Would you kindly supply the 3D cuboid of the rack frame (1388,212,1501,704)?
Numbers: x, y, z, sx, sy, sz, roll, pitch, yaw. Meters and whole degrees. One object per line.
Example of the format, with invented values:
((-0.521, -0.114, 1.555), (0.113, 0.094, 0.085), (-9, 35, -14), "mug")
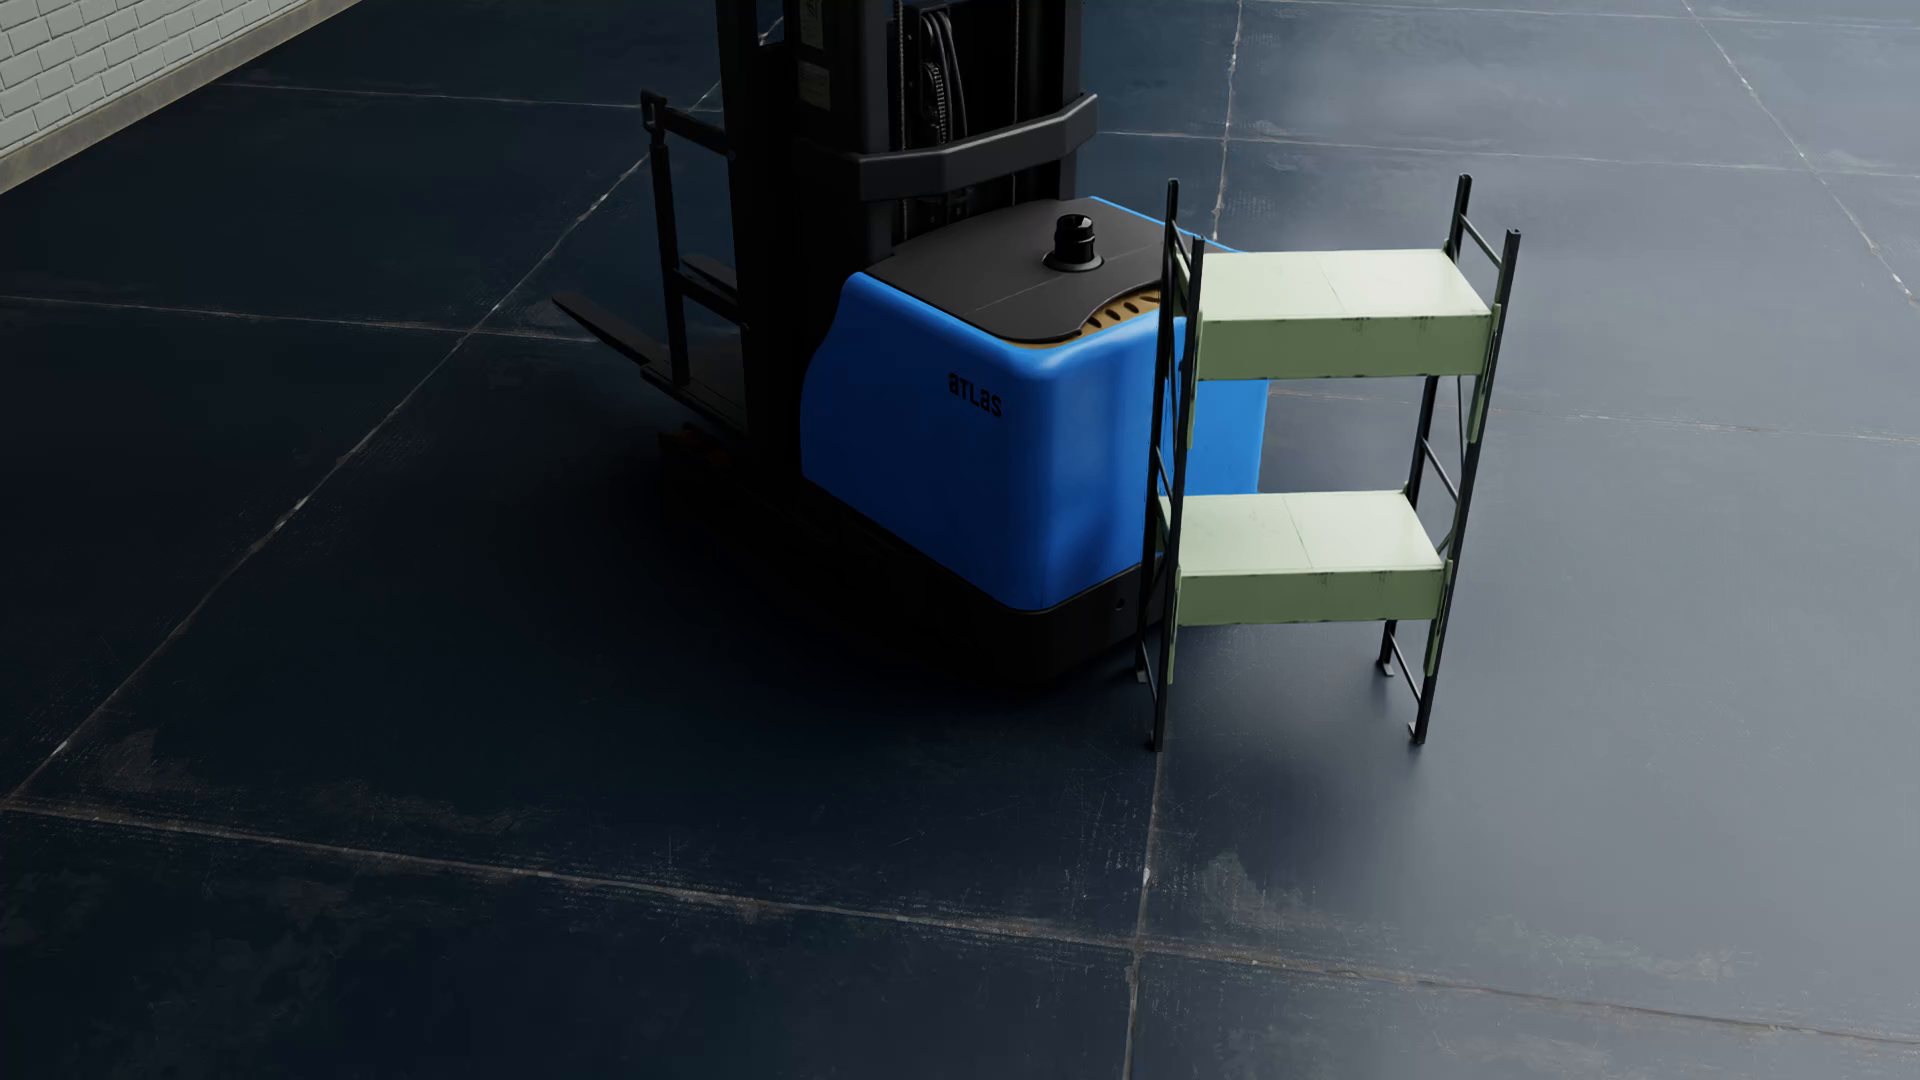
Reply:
((1.268, -0.173, 4.382), (0.010, 1.308, 0.380), (-2, 32, -2), "rack frame")

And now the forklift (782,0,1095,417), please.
((-0.397, -1.545, 5.225), (1.109, 2.935, 3.031), (-24, 39, -33), "forklift")

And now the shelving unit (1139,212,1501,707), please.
((0.903, -0.164, 4.366), (0.742, 1.308, 0.380), (-2, 32, -2), "shelving unit")

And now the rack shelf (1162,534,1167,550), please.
((0.903, 0.051, 4.503), (0.664, 0.071, 0.332), (-2, 32, -2), "rack shelf")

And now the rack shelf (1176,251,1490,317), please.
((0.903, -0.608, 4.089), (0.686, 0.052, 0.368), (-2, 32, -2), "rack shelf")

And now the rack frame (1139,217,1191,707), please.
((0.537, -0.154, 4.351), (0.010, 1.308, 0.380), (-2, 32, -2), "rack frame")
